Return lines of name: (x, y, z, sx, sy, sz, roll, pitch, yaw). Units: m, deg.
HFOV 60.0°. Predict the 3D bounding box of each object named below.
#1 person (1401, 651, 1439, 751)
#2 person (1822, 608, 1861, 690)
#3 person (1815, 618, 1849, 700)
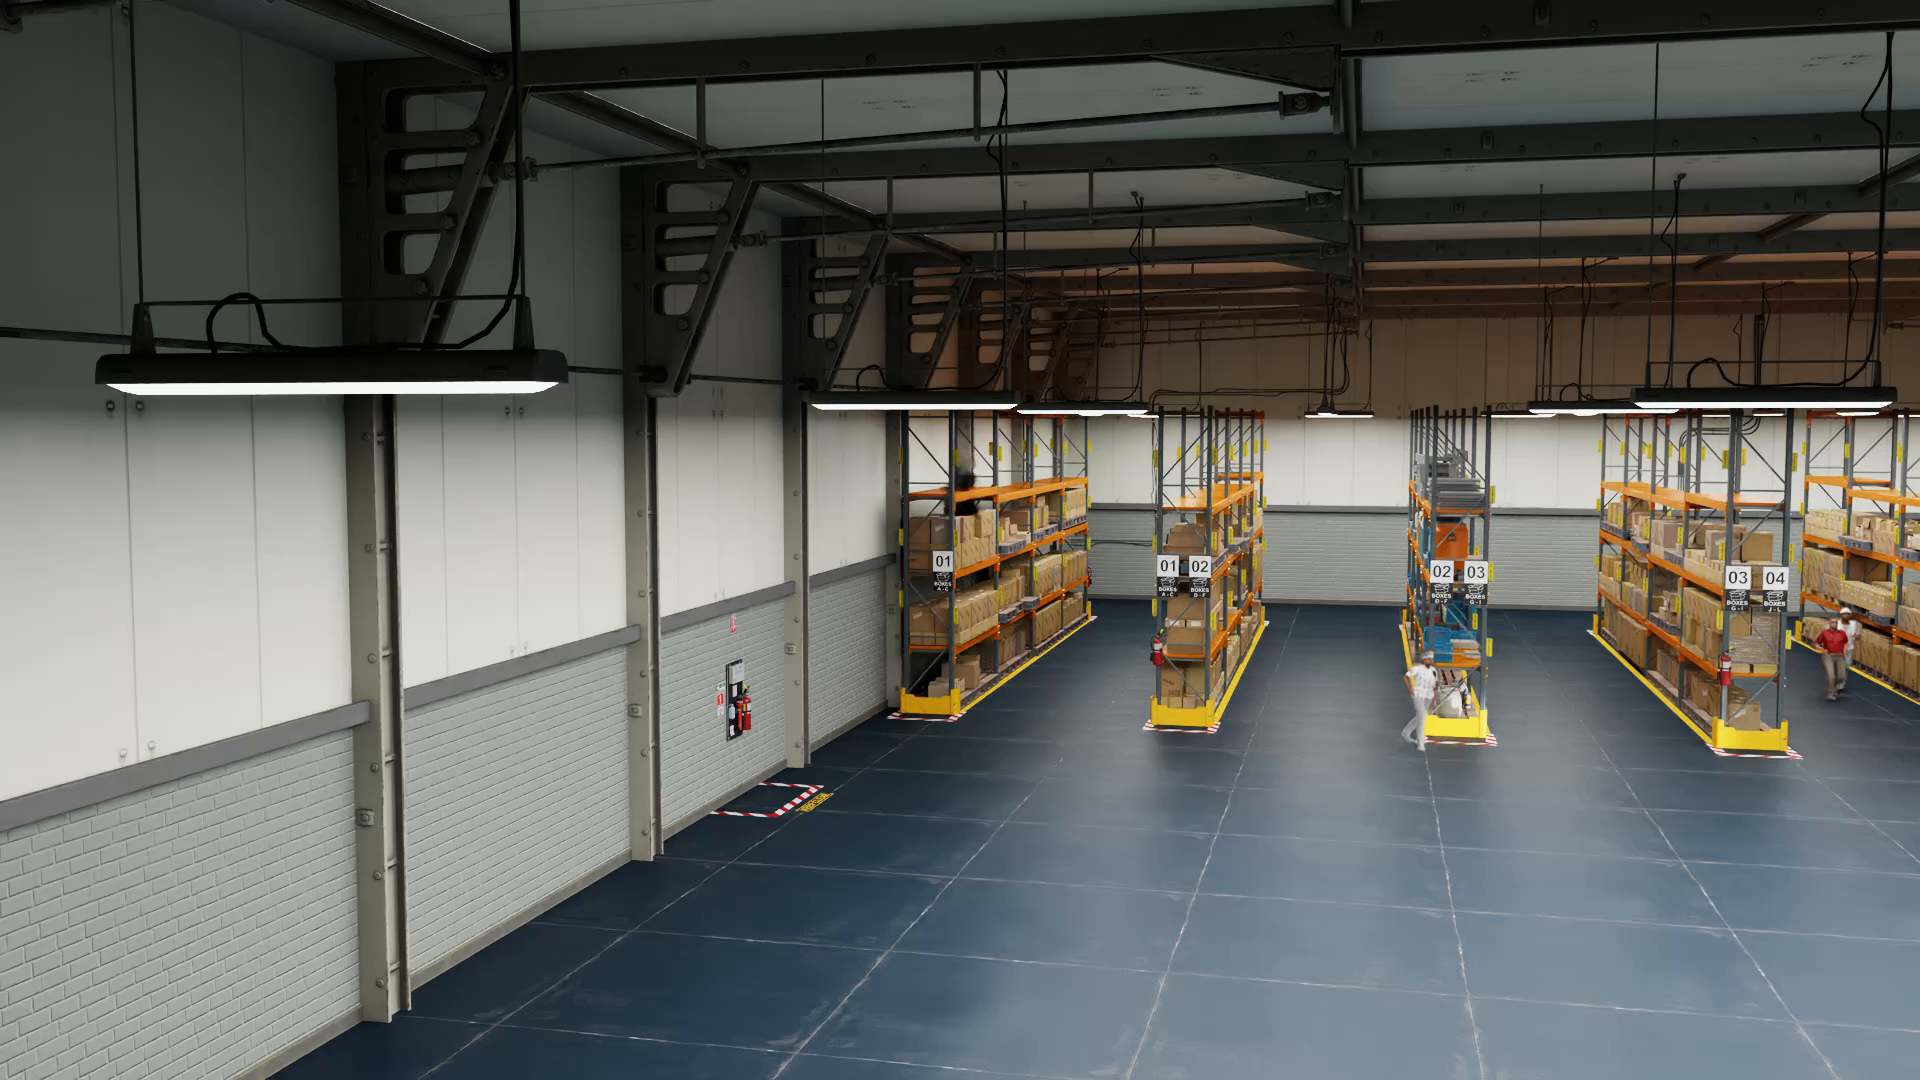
person: (8.132, 2.810, 29.242, 0.608, 1.751, 0.764, -2, 4, -22)
person: (18.685, 2.307, 35.160, 0.674, 1.747, 0.650, 1, 4, 8)
person: (17.910, 2.436, 34.130, 0.660, 1.671, 0.626, 1, 4, 11)
